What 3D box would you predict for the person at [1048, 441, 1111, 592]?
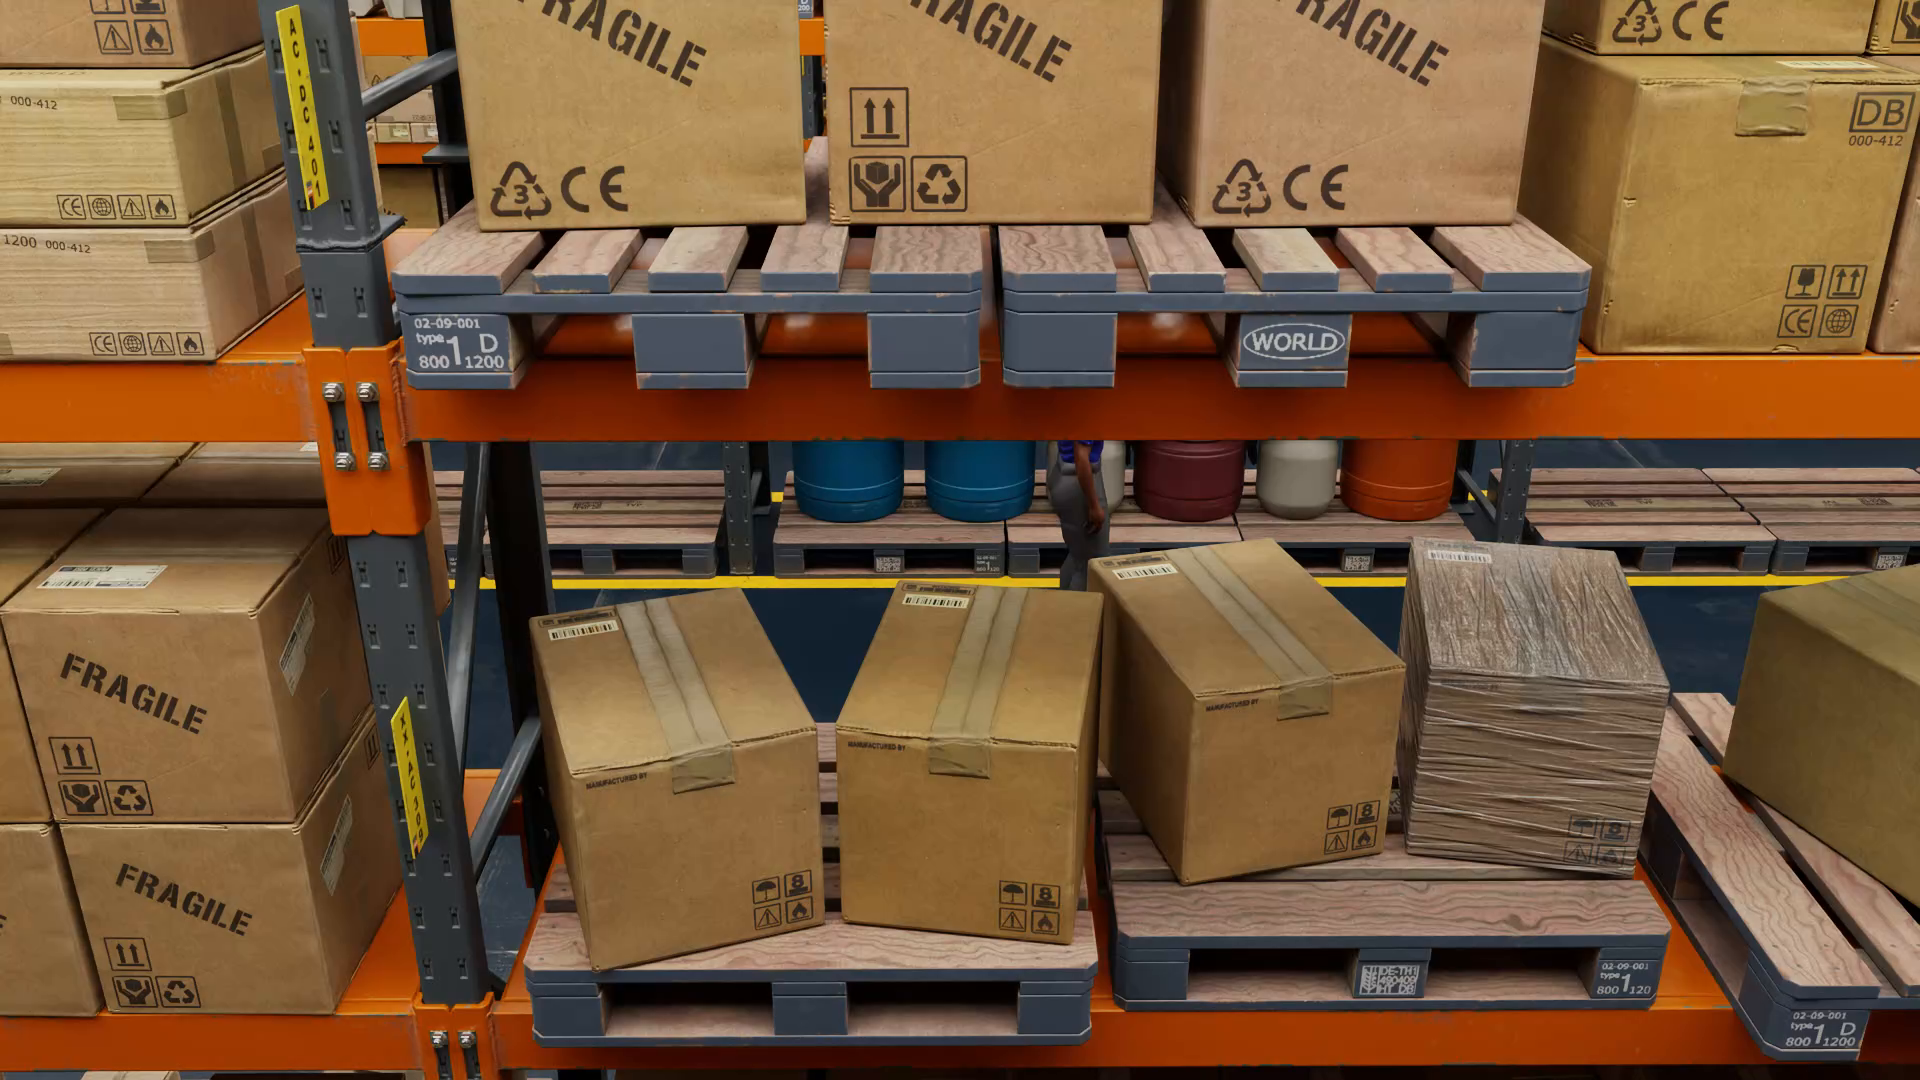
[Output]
[{"bbox_3d":[0.582,-0.230,7.619,0.347,1.654,0.507,-1,24,-3],"label":"person"}]
